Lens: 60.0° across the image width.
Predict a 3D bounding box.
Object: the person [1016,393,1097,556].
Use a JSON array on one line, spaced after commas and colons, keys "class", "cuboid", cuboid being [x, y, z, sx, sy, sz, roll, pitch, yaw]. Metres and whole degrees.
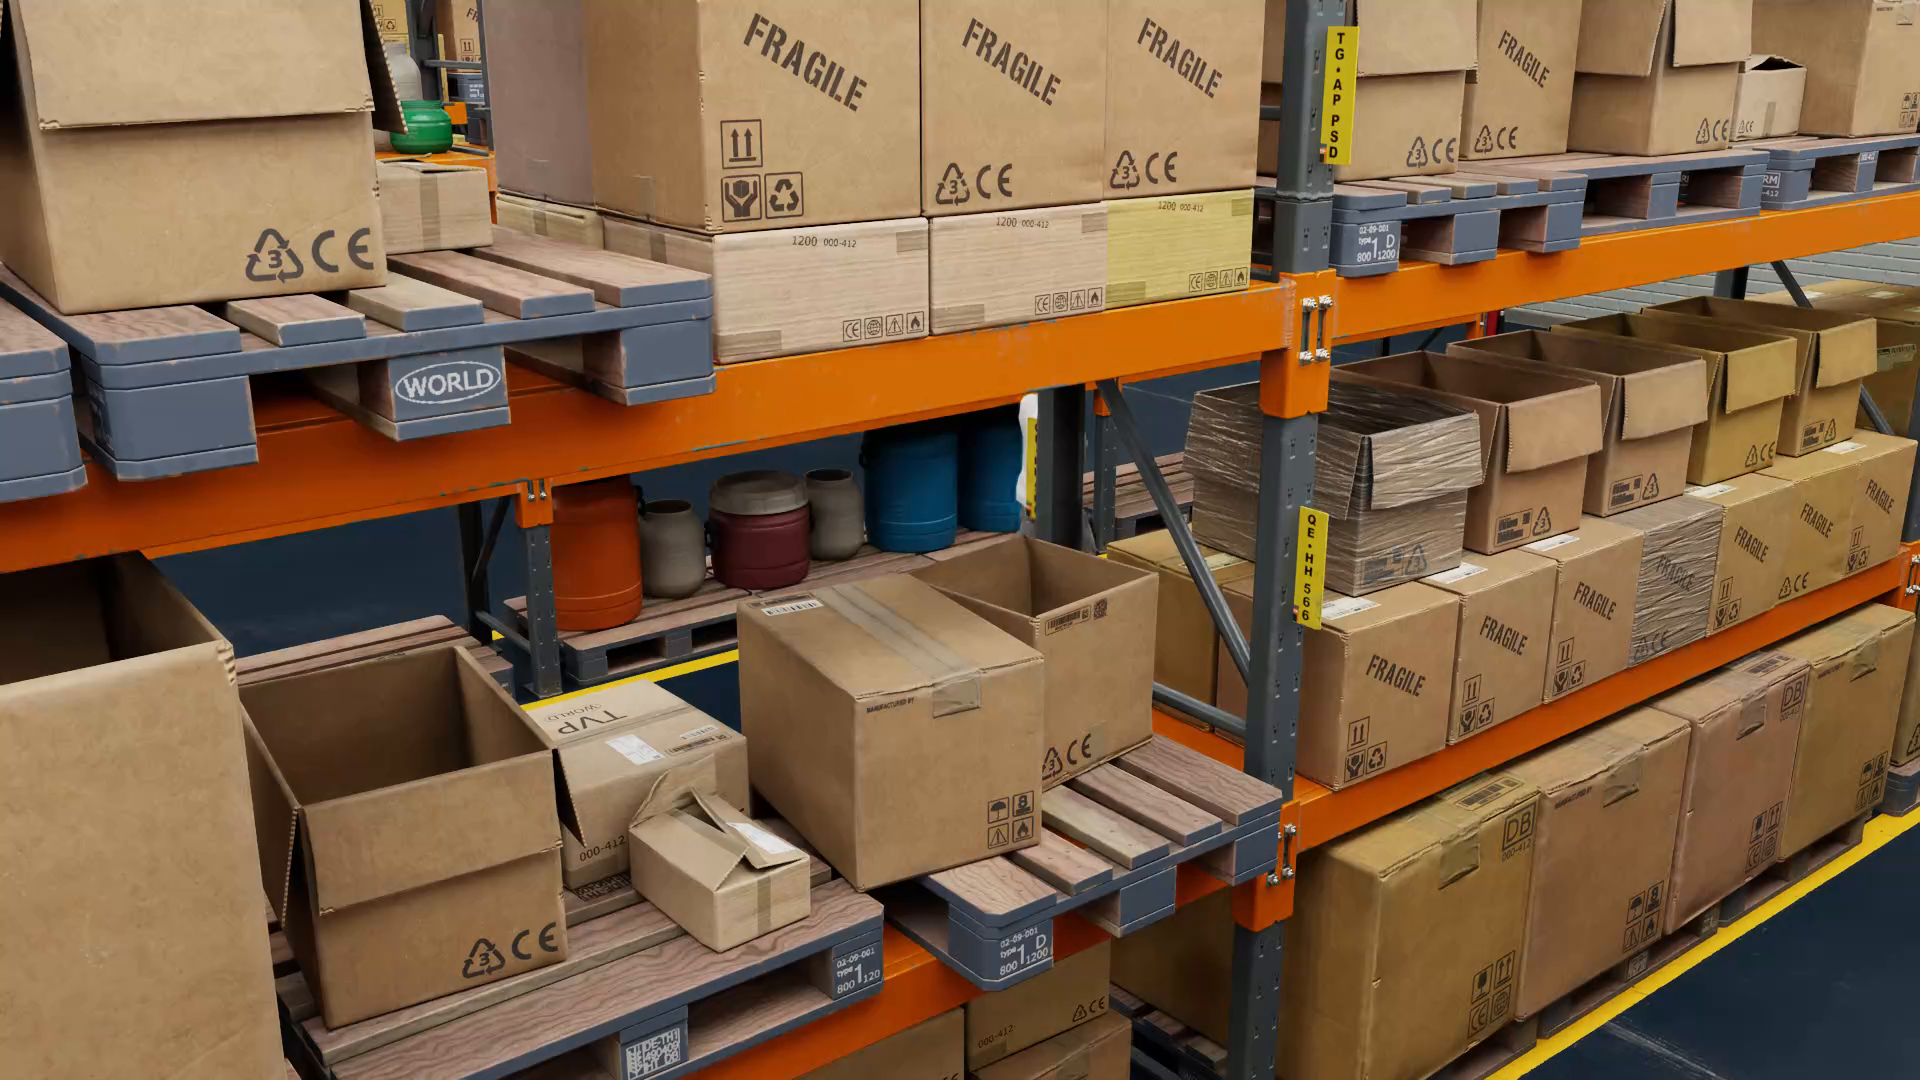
[{"class": "person", "cuboid": [0.459, -0.208, 9.178, 0.983, 1.734, 0.573, -7, 19, -21]}]
